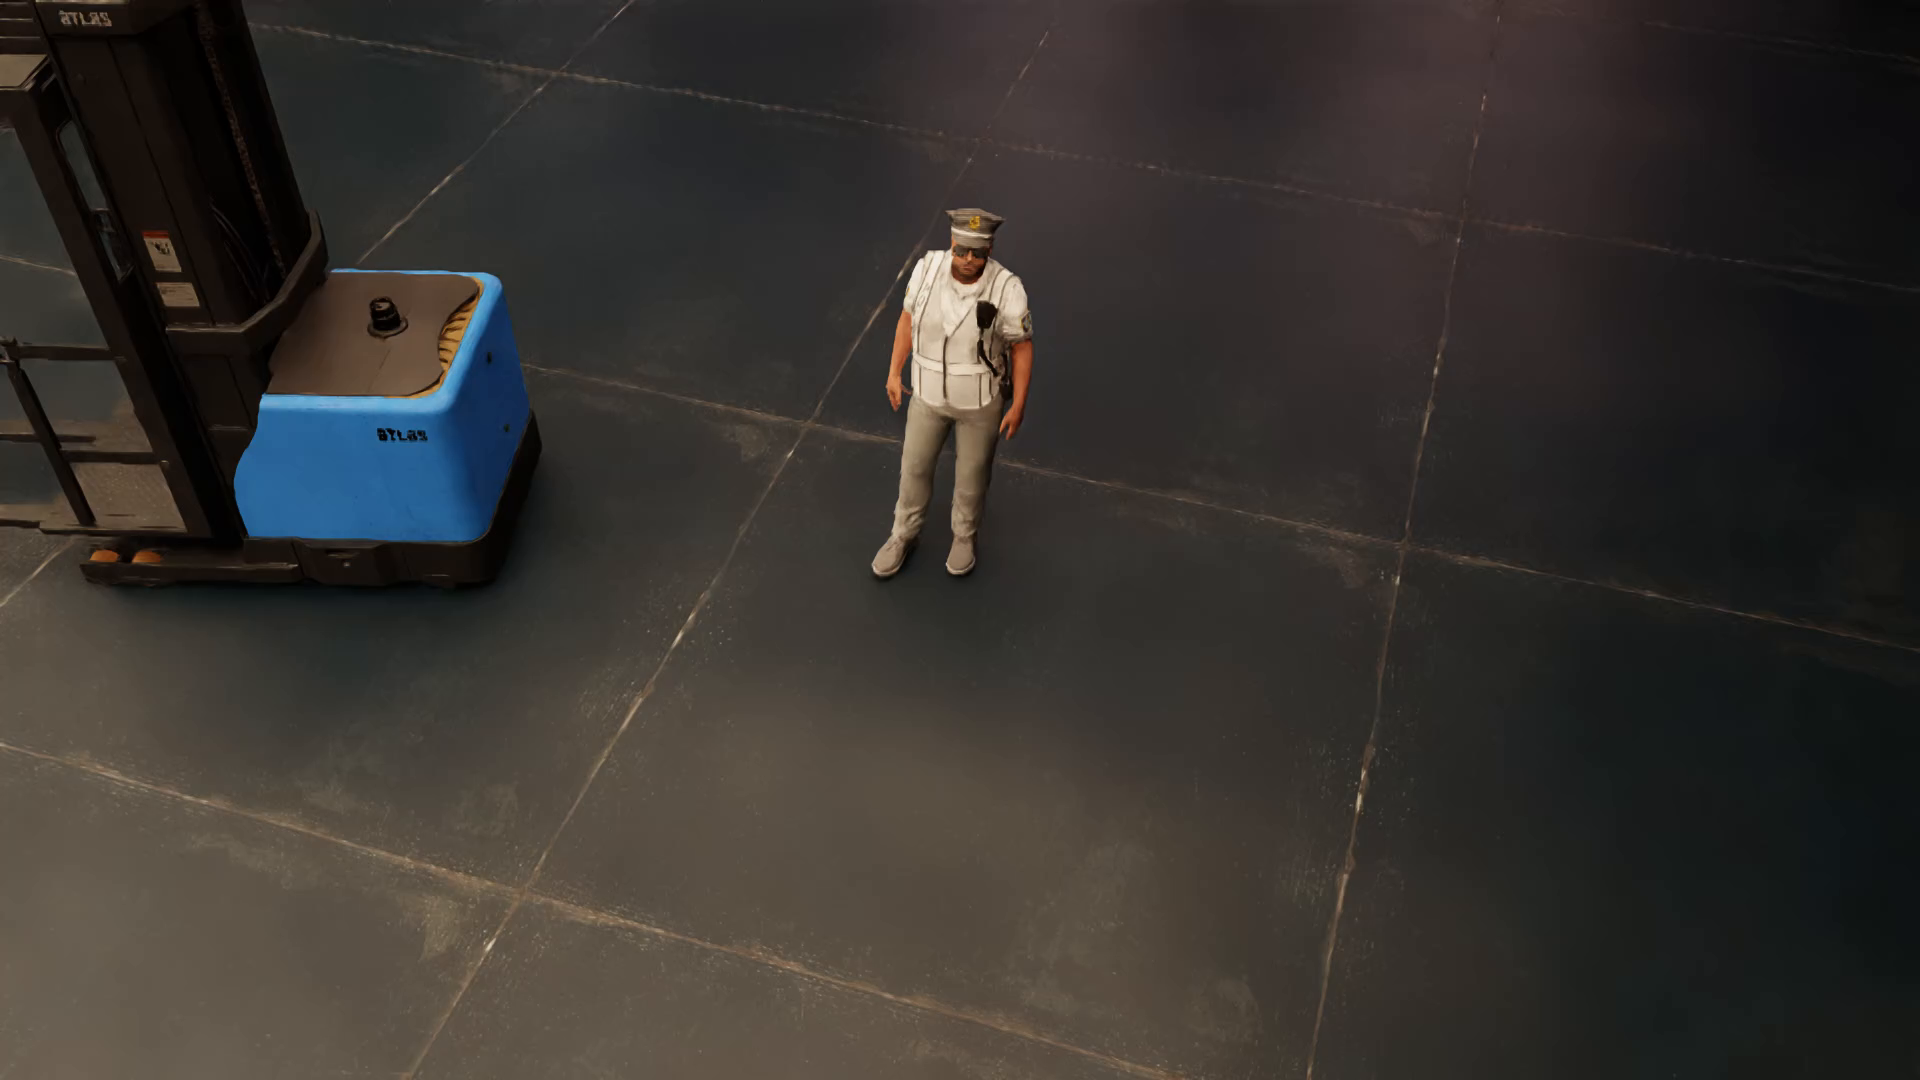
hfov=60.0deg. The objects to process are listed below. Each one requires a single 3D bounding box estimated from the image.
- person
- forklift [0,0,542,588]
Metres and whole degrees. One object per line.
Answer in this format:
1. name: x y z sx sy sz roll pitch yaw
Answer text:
1. person: -0.035 -0.610 7.177 0.640 1.781 0.574 12 44 13
2. forklift: -3.597 -1.222 7.002 3.031 2.935 1.130 2 43 2
